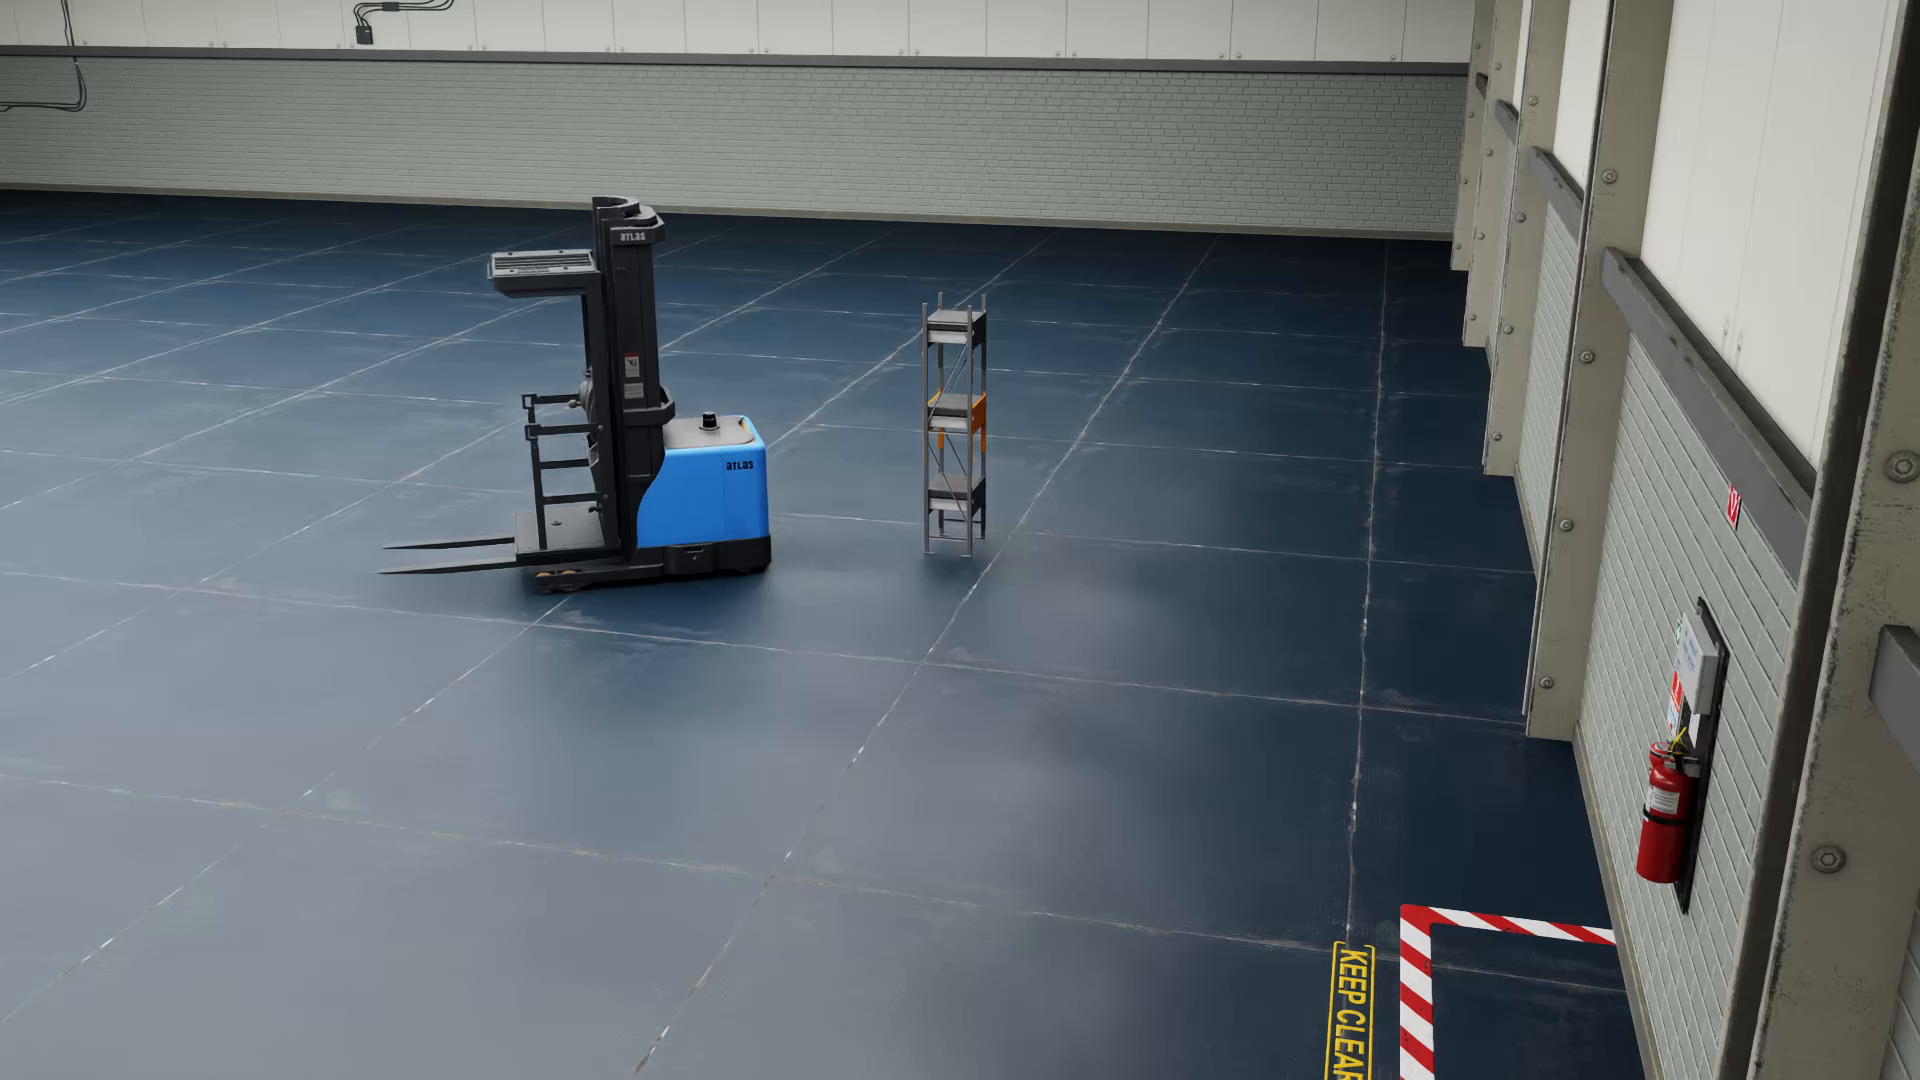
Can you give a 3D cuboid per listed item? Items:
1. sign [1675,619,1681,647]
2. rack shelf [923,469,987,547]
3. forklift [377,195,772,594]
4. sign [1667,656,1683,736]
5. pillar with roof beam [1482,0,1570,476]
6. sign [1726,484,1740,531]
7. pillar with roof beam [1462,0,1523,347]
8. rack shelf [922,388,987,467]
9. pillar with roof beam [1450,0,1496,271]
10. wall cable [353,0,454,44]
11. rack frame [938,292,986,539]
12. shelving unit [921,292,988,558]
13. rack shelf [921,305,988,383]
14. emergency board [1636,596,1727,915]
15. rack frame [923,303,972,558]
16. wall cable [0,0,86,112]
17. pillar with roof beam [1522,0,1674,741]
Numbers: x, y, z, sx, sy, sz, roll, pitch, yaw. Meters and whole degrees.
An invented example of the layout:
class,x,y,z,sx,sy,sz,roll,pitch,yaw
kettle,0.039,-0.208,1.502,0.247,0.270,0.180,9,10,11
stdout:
class,x,y,z,sx,sy,sz,roll,pitch,yaw
sign,3.188,0.454,7.343,0.001,0.109,0.331,5,19,13
rack shelf,-0.040,-0.266,13.927,0.431,0.518,0.480,5,19,13
forklift,-3.098,-1.155,13.034,3.031,2.935,1.130,-5,19,-14
sign,3.198,0.704,7.431,0.001,0.329,0.234,5,19,13
pillar with roof beam,1.080,-5.283,15.731,9.100,9.000,0.400,5,19,13
sign,3.062,-0.206,6.562,0.001,0.298,0.199,5,19,13
pillar with roof beam,2.546,-7.163,21.237,9.100,9.000,0.400,5,19,13
rack shelf,-0.040,-0.929,13.701,0.431,0.518,0.480,5,19,13
pillar with roof beam,4.012,-9.044,26.743,9.100,9.000,0.400,5,19,13
wall cable,-11.155,-12.865,32.669,2.305,6.003,0.169,5,19,13
rack frame,0.019,-1.018,13.920,0.400,2.100,0.015,5,19,13
shelving unit,-0.040,-0.942,13.696,0.431,2.100,0.503,5,19,13
rack shelf,-0.040,-1.591,13.474,0.431,0.518,0.480,5,19,13
emergency board,2.963,0.886,6.953,0.194,1.169,0.643,5,19,13
rack frame,-0.100,-0.865,13.472,0.400,2.100,0.015,5,19,13
wall cable,-20.357,-10.541,35.930,3.097,2.526,0.112,5,19,13
pillar with roof beam,-0.386,-3.402,10.225,9.100,9.000,0.400,5,19,13
